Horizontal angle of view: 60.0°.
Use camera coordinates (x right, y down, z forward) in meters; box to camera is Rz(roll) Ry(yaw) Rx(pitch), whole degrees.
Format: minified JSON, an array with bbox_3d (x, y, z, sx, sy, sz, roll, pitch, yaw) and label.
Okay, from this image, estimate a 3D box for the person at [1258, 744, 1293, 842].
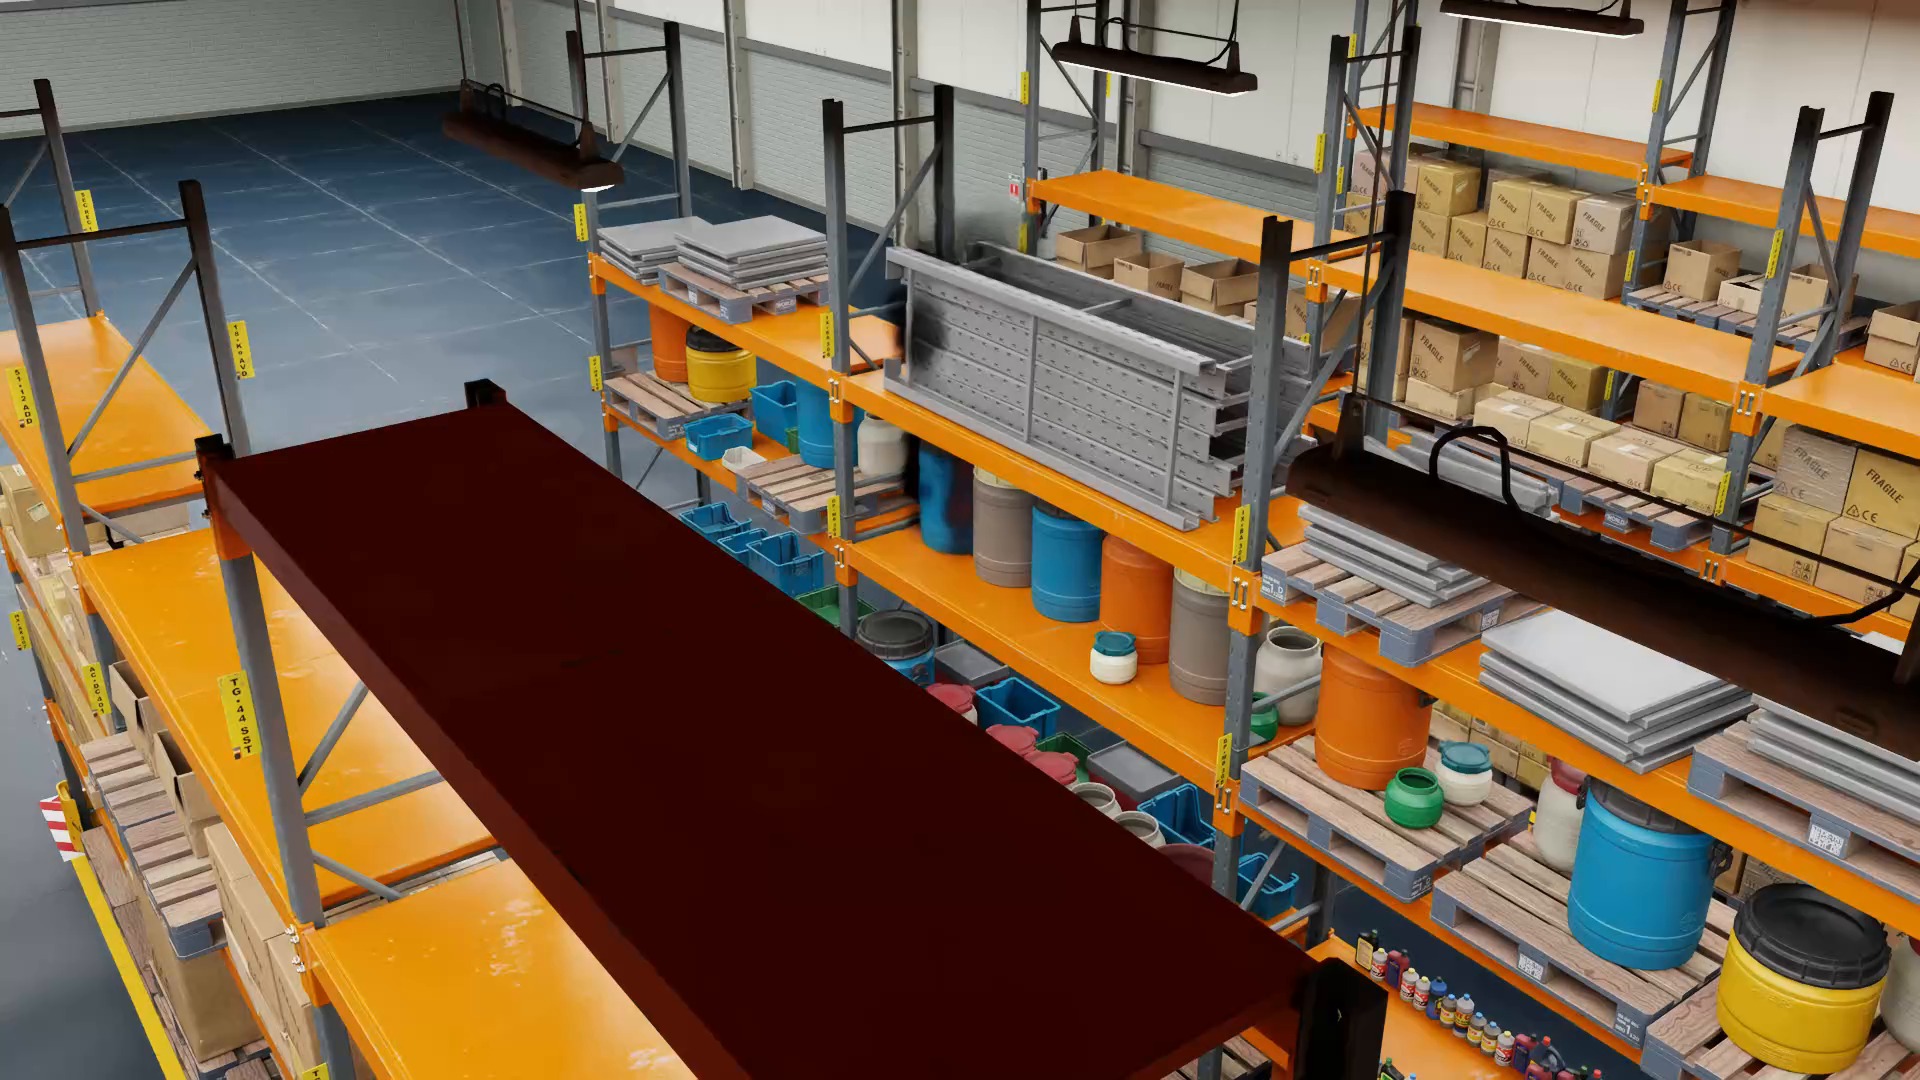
[{"bbox_3d":[2.442,1.538,12.914,0.633,1.829,0.662,22,32,39],"label":"person"}]
